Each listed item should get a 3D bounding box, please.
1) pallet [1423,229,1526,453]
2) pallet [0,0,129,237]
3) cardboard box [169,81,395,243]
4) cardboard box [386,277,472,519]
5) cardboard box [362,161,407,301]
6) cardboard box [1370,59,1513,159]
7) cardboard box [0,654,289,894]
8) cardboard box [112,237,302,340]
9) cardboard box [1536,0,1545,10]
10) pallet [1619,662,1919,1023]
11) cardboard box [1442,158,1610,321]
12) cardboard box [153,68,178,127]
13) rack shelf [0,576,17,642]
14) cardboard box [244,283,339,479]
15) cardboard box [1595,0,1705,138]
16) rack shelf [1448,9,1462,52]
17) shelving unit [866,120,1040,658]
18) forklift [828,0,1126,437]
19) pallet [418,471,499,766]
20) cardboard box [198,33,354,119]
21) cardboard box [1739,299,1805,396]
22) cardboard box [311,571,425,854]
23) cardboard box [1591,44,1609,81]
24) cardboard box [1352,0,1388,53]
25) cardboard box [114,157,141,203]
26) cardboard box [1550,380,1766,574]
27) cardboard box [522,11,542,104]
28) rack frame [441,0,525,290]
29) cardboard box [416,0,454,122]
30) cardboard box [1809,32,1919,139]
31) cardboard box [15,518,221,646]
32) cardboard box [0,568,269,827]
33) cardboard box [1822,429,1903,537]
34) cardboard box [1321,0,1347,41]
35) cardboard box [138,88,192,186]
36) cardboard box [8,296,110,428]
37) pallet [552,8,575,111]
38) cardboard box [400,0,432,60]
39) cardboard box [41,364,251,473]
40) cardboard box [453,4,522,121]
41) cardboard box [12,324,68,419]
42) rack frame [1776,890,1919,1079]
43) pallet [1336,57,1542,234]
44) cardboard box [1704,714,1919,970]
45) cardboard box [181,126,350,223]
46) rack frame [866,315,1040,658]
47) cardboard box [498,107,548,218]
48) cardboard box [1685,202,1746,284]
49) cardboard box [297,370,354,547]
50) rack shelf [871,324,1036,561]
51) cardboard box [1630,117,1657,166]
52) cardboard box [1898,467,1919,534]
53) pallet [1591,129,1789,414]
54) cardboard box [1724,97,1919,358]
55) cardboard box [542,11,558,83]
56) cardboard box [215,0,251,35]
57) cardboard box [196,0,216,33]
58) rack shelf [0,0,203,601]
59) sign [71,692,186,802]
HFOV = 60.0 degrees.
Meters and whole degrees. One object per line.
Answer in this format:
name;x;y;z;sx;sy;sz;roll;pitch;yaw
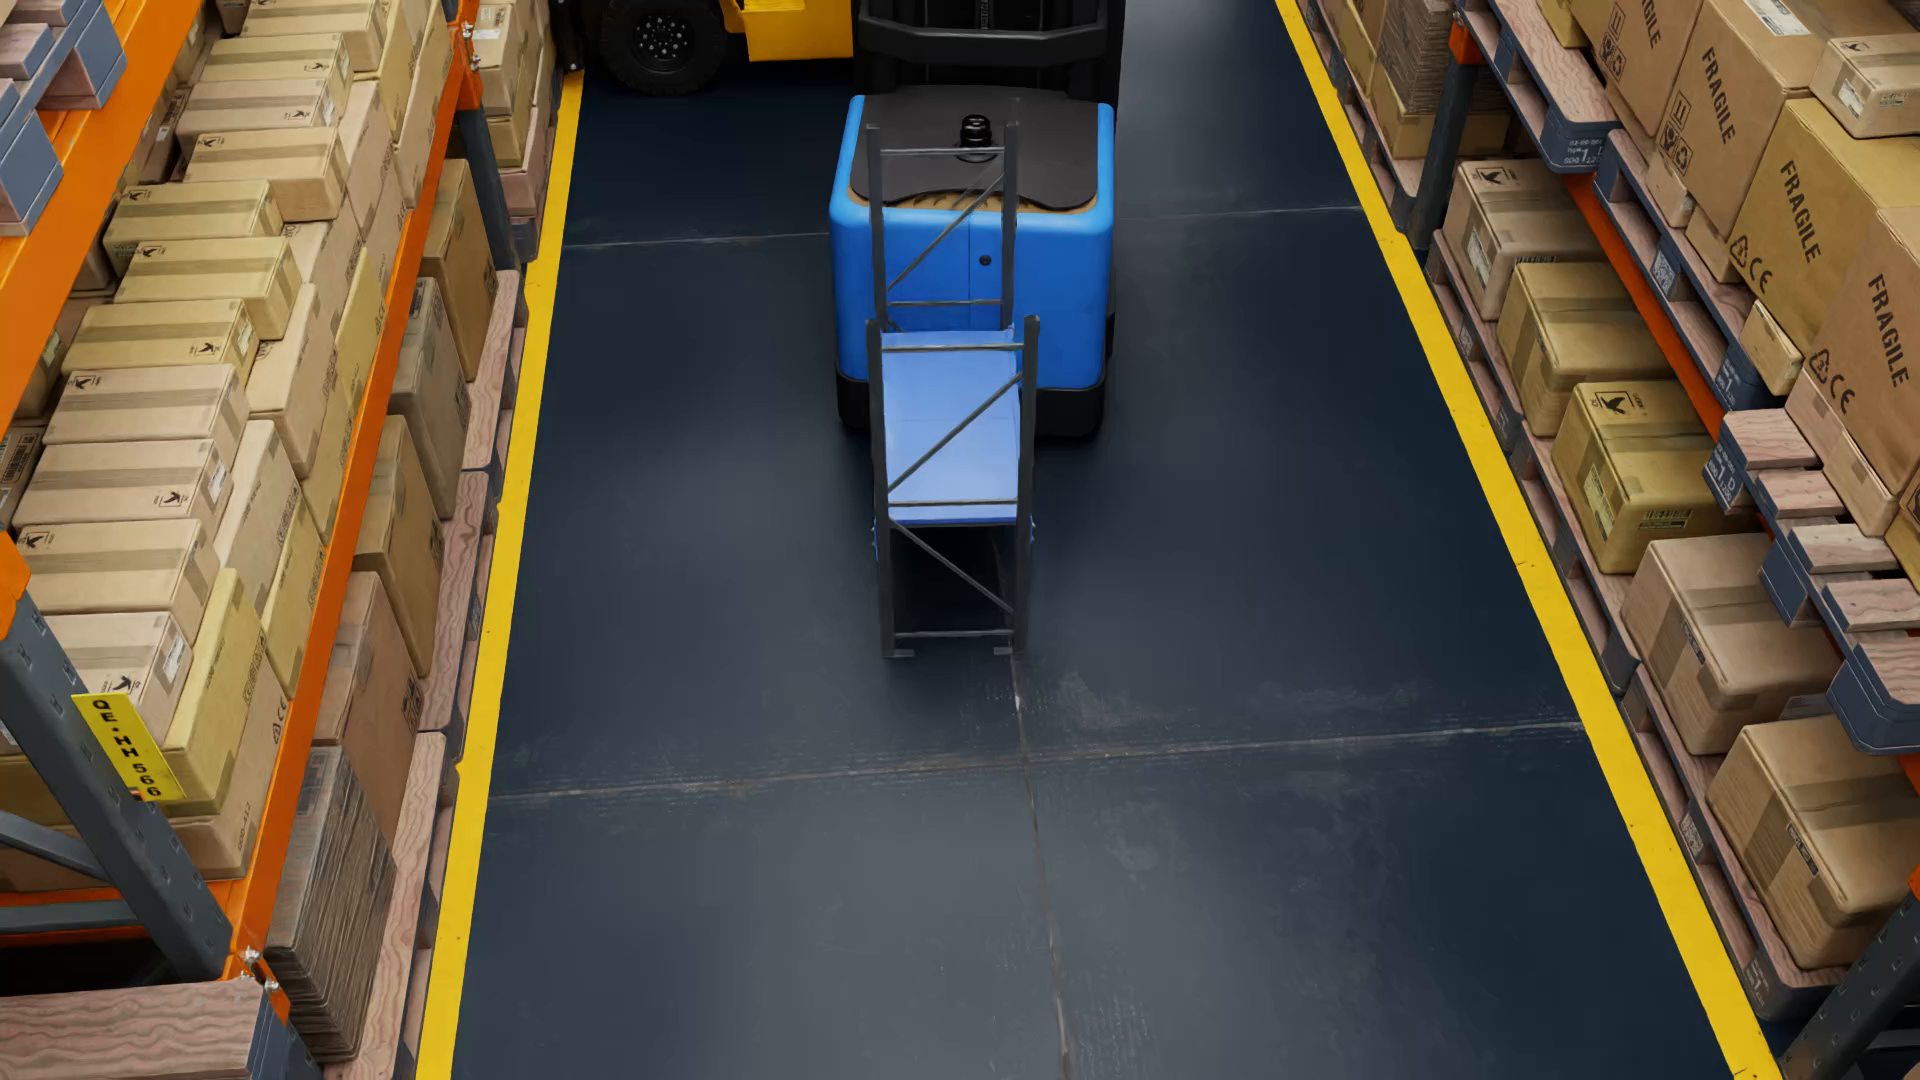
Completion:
pallet;2.601;-0.879;6.937;1.003;0.211;1.213;-3;47;-3
pallet;-2.222;-0.655;2.868;1.213;0.211;1.003;-2;47;-1
cardboard box;-2.028;-1.136;5.018;0.500;0.250;0.500;-3;47;-3
cardboard box;-2.299;-0.486;5.991;0.875;0.625;0.625;-4;47;-4
cardboard box;-2.050;-0.972;5.208;0.500;0.250;0.500;-3;47;-3
cardboard box;2.217;-2.012;7.694;0.500;0.250;0.500;-2;47;-1
cardboard box;-1.870;0.513;3.802;0.500;0.250;0.500;-3;47;-3
cardboard box;-1.928;-0.642;4.276;0.380;0.149;0.250;-3;47;-2
cardboard box;2.266;-2.040;6.000;0.380;0.149;0.250;-3;47;-3
pallet;2.806;0.886;5.265;1.003;0.211;1.213;-3;47;-3
cardboard box;2.581;-1.263;6.901;0.950;0.372;0.625;-3;47;-3
cardboard box;-2.568;-1.344;4.941;0.380;0.149;0.250;-4;47;-3
rack shelf;-1.909;1.460;1.231;1.077;0.370;4.000;-3;47;-3
cardboard box;-1.937;-0.401;4.323;0.500;0.250;0.500;-5;47;-4
cardboard box;2.358;-1.605;5.141;0.500;0.500;0.500;-4;47;-4
rack shelf;2.367;-3.601;8.090;1.077;0.370;4.000;-3;47;-3
shelving unit;-0.040;-0.486;5.677;0.538;1.500;1.048;-1;47;-1
forklift;0.127;-2.480;6.580;1.130;2.935;3.031;3;47;2
pallet;-2.206;0.277;5.842;1.003;0.211;1.213;-3;47;-3
cardboard box;-2.040;-1.379;4.975;0.380;0.149;0.250;-4;47;-4
cardboard box;2.397;-0.538;4.578;0.380;0.149;0.250;-3;47;-3
cardboard box;-2.178;0.545;5.014;0.875;0.625;0.625;-2;47;-2
cardboard box;2.378;-1.659;5.639;0.380;0.149;0.250;-1;47;-1
cardboard box;2.173;-2.638;7.770;0.500;0.500;0.500;-3;47;-3
cardboard box;-2.514;-0.981;4.598;0.380;0.149;0.250;-3;47;-3
cardboard box;2.705;-0.240;5.932;0.950;0.372;0.625;-2;47;-2
cardboard box;-2.188;-2.201;7.529;0.500;0.250;0.500;-4;47;-4
rack frame;-2.411;-2.097;6.170;1.000;3.000;0.127;-3;47;-3
cardboard box;-2.108;-1.697;5.894;0.500;0.250;0.500;-3;47;-2
cardboard box;2.451;-1.178;4.290;0.380;0.149;0.250;-6;47;-5
cardboard box;-1.833;0.098;3.575;0.380;0.149;0.250;-3;47;-2
cardboard box;-1.845;0.339;3.622;0.500;0.250;0.500;-4;47;-3
cardboard box;2.447;-0.157;4.217;0.380;0.149;0.250;-4;47;-4
cardboard box;2.125;-2.764;8.407;0.500;0.250;0.500;-3;47;-3
cardboard box;-2.561;-1.098;4.983;0.500;0.250;0.500;-5;47;-4
cardboard box;-2.475;-0.364;4.288;0.500;0.250;0.500;-4;47;-4
pallet;-2.541;-2.601;8.568;1.003;0.211;1.213;-3;47;-3
cardboard box;-2.115;-1.878;5.721;0.500;0.250;0.500;-4;47;-4
cardboard box;-1.915;-0.275;3.928;0.380;0.149;0.250;-3;47;-3
cardboard box;-2.139;-2.009;7.002;0.500;0.250;0.500;-4;47;-4
cardboard box;-2.434;-0.424;4.070;0.380;0.149;0.250;-4;47;-4
rack frame;2.869;0.493;3.717;1.000;3.000;0.127;-3;47;-3
pallet;2.443;-1.926;7.929;1.003;0.211;1.213;-3;47;-3
cardboard box;2.832;0.843;4.907;0.950;0.372;0.625;-6;47;-6
cardboard box;-1.926;-1.011;4.626;0.380;0.149;0.250;-5;47;-4
rack frame;-0.021;-0.117;5.328;0.500;1.500;0.032;-1;47;-1
cardboard box;-2.122;-1.666;7.366;0.500;0.250;0.500;-3;47;-3
cardboard box;2.399;-0.904;4.924;0.380;0.149;0.250;-5;47;-5
cardboard box;-1.957;-0.224;4.499;0.500;0.250;0.500;-5;47;-5
rack shelf;-0.040;-0.362;5.807;0.538;0.185;1.000;-1;47;-1
cardboard box;2.377;-1.291;5.290;0.380;0.149;0.250;-3;47;-3
cardboard box;2.554;-0.100;3.716;0.500;0.500;0.500;-5;47;-4
pallet;2.663;-0.871;5.141;1.003;0.211;1.213;-3;47;-3
cardboard box;2.457;-0.839;4.415;0.500;0.500;0.500;-6;47;-6
cardboard box;-2.238;-2.403;8.065;0.500;0.250;0.500;-3;47;-3
cardboard box;-2.154;-1.755;5.330;0.380;0.149;0.250;-4;47;-3
cardboard box;-2.605;-1.709;5.287;0.380;0.149;0.250;-4;47;-3
rack shelf;-2.244;-1.434;3.972;1.077;0.370;4.000;-3;47;-3
sign;-1.536;0.386;3.075;0.100;0.325;0.005;-3;47;-3
